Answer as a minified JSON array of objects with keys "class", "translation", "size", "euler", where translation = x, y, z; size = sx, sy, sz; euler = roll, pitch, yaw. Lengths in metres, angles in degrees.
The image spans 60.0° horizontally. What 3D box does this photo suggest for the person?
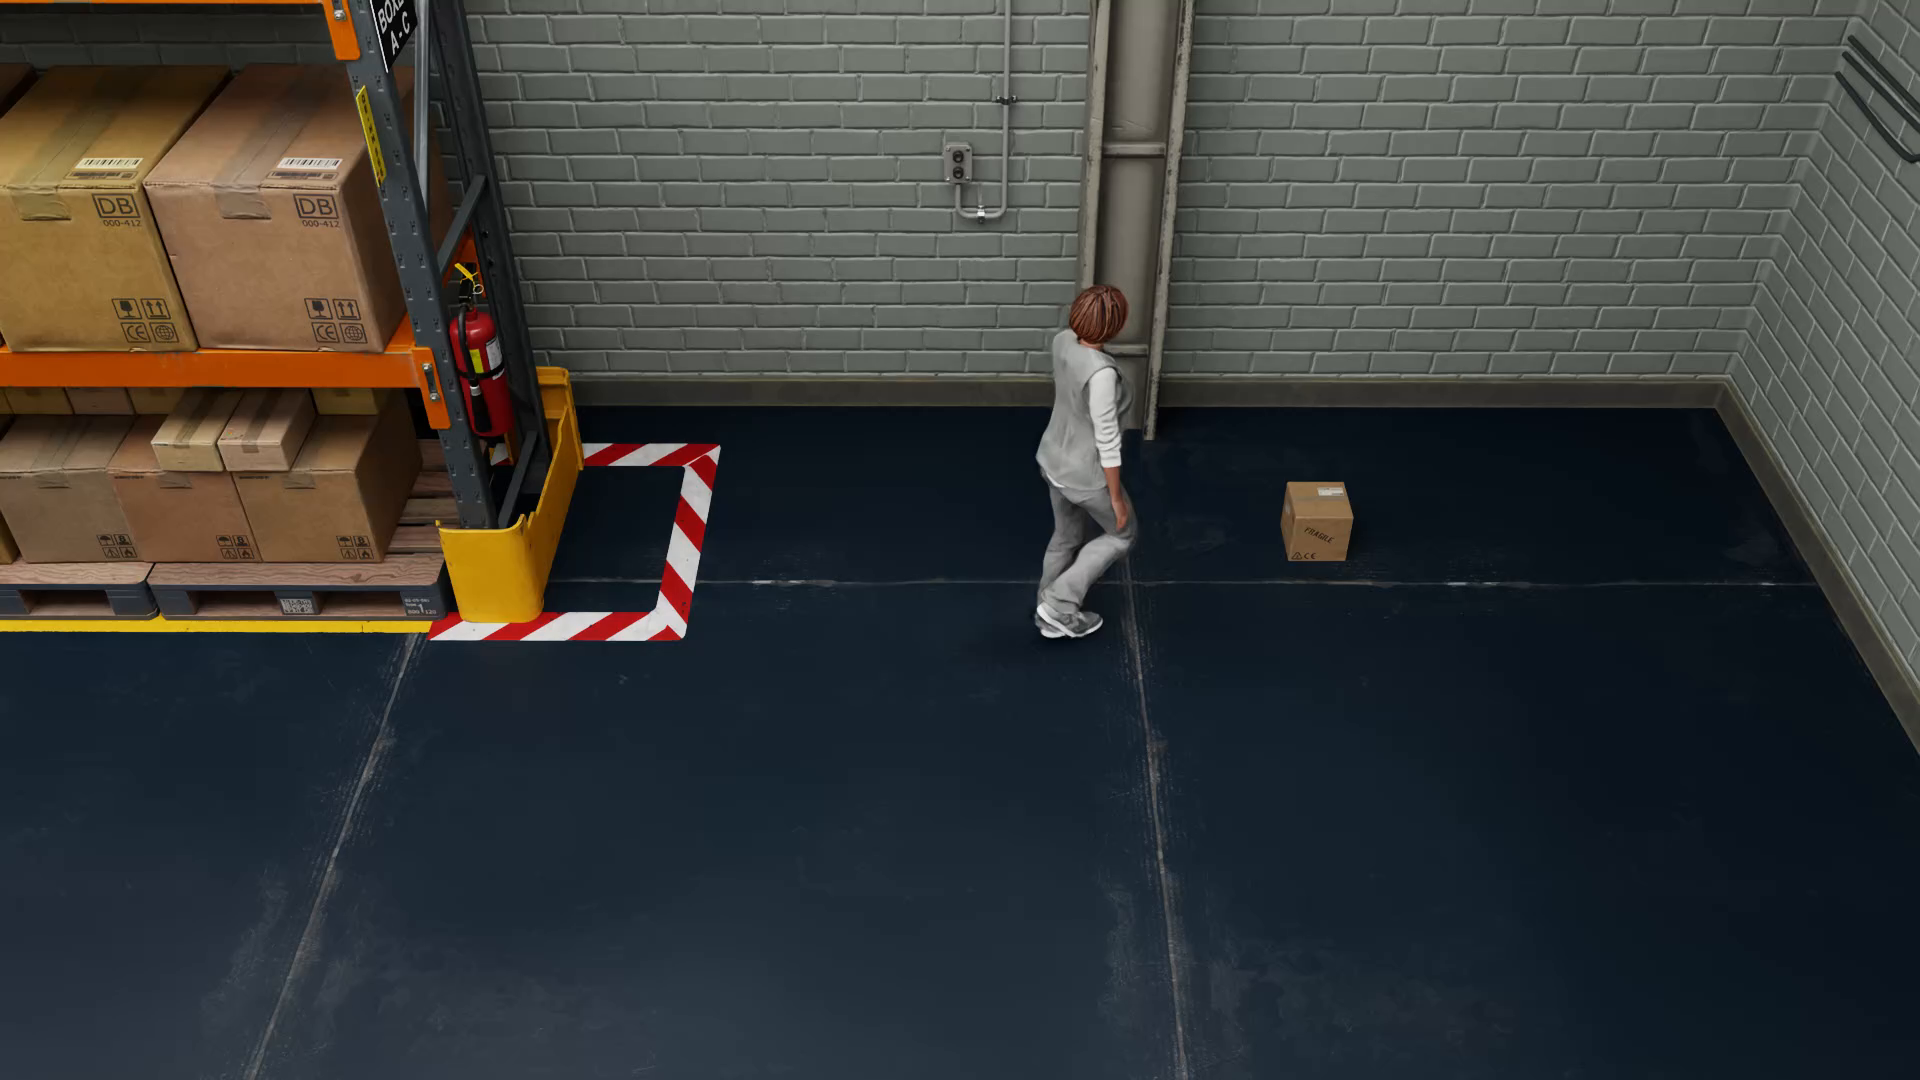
[{"class":"person","translation":[0.550,-0.262,6.449],"size":[0.484,1.582,0.548],"euler":[-19,44,-22]}]
